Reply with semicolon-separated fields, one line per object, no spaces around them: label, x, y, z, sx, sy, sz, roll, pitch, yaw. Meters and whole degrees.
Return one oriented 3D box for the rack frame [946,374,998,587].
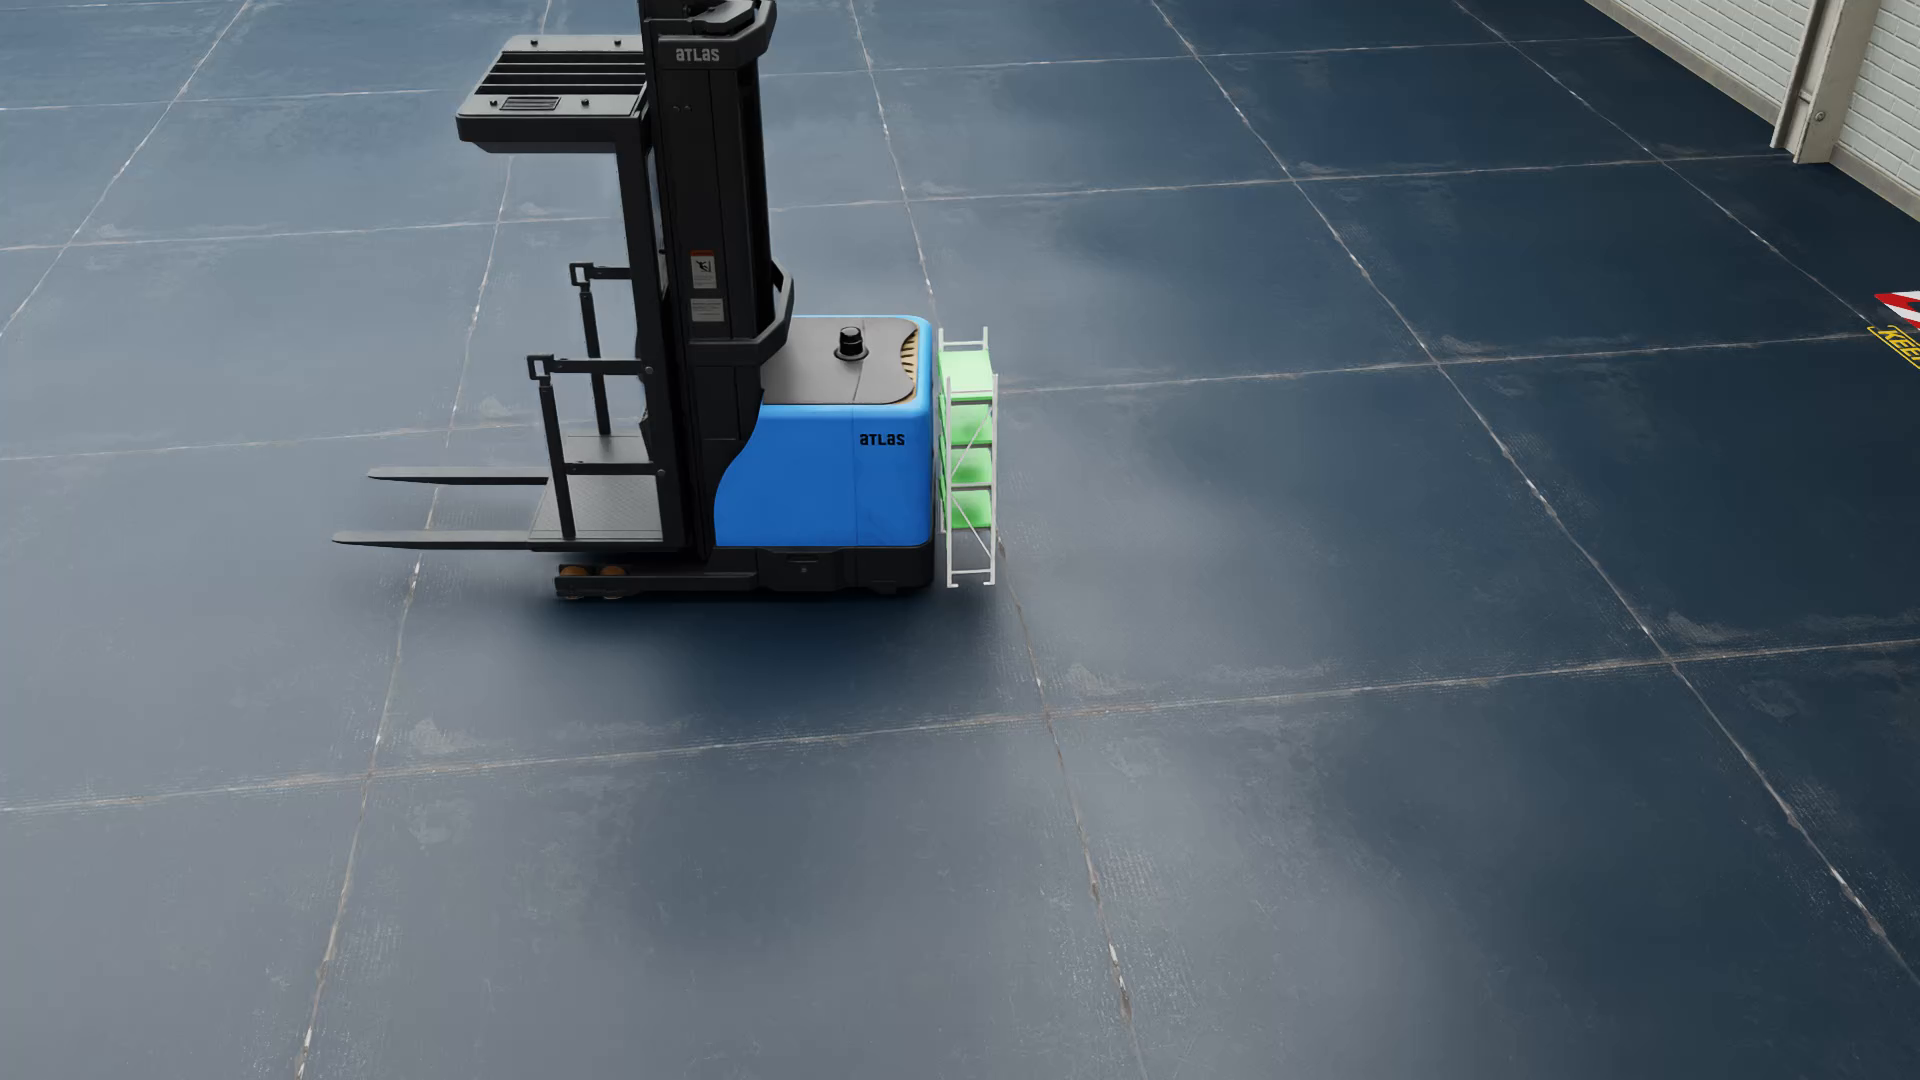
rack frame;0.056;-0.268;8.078;0.240;1.200;0.015;-3;34;-4

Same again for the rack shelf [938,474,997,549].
rack shelf;0.036;-0.154;8.451;0.258;0.148;0.480;-3;34;-4

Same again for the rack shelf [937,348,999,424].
rack shelf;0.036;-0.749;8.045;0.258;0.148;0.480;-3;34;-4

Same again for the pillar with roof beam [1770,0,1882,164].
pillar with roof beam;2.449;-6.480;10.268;9.100;9.000;0.400;-4;35;-6

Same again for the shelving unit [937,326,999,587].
shelving unit;0.036;-0.405;8.279;0.258;1.200;0.503;-3;34;-4

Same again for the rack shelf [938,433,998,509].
rack shelf;0.036;-0.353;8.315;0.258;0.148;0.480;-3;34;-4

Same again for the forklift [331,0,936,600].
forklift;-1.647;-1.212;7.926;3.031;2.935;1.130;0;34;0

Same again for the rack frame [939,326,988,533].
rack frame;0.015;-0.542;8.480;0.240;1.200;0.015;-3;34;-4

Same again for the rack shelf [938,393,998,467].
rack shelf;0.036;-0.551;8.180;0.258;0.148;0.480;-3;34;-4
